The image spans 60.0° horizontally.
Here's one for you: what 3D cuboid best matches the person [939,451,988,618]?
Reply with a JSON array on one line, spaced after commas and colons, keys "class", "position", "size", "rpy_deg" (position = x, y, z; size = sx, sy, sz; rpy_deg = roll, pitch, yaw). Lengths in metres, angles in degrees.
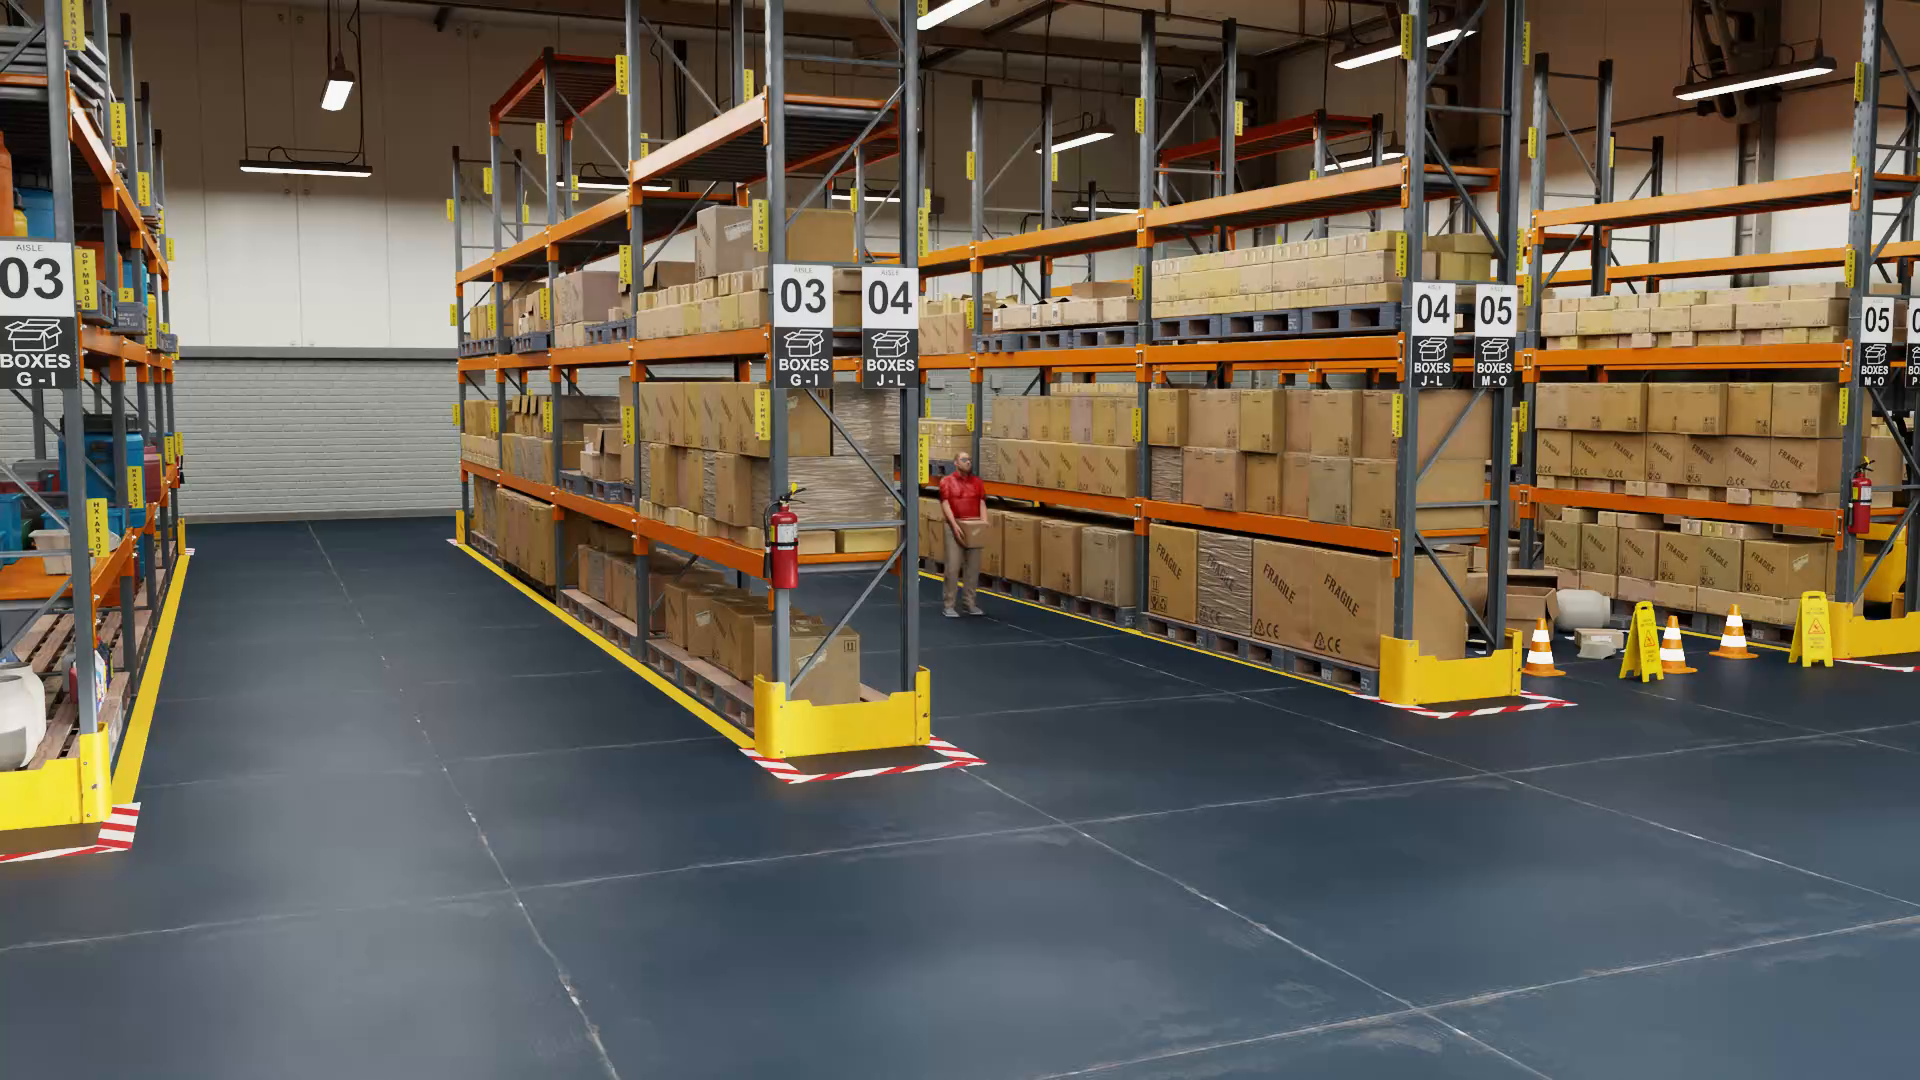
[{"class": "person", "position": [0.056, -0.065, 17.524], "size": [0.545, 1.729, 0.481], "rpy_deg": [-2, 6, -24]}]
